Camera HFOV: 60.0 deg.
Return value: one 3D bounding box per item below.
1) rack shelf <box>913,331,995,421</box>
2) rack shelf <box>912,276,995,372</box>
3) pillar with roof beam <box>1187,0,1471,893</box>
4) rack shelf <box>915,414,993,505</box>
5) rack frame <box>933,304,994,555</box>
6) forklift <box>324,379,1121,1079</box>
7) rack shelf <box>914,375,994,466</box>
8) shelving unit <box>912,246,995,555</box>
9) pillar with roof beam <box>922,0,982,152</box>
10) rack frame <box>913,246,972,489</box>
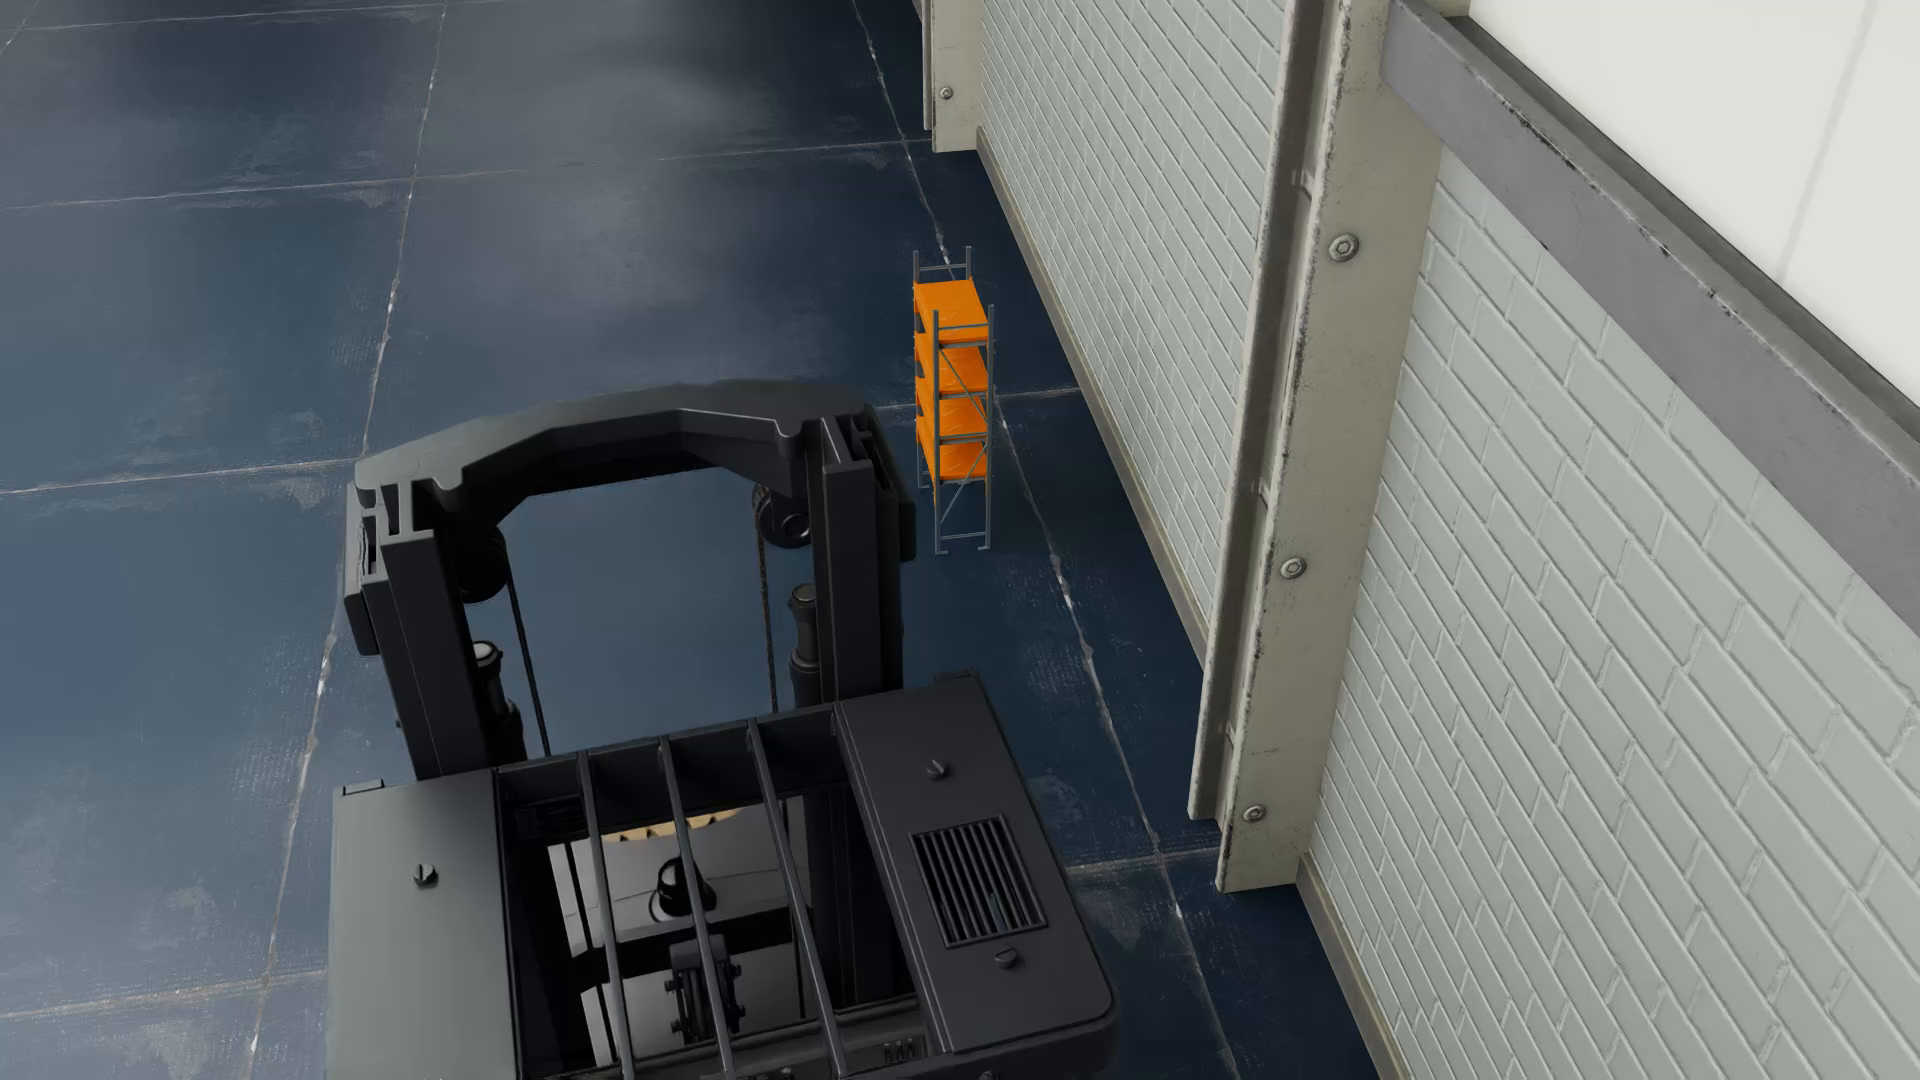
[{"bbox_3d":[-0.029,-0.697,6.915,0.258,0.148,0.480,-6,38,-8],"label":"rack shelf"},{"bbox_3d":[-0.029,-0.884,6.770,0.258,0.148,0.480,-6,38,-8],"label":"rack shelf"},{"bbox_3d":[-3.233,-2.018,2.512,9.100,9.000,0.400,-6,38,-8],"label":"pillar with roof beam"},{"bbox_3d":[-0.029,-0.364,7.174,0.258,0.148,0.480,-6,38,-8],"label":"rack shelf"},{"bbox_3d":[0.014,-0.426,6.821,0.240,1.200,0.015,-6,38,-8],"label":"rack frame"},{"bbox_3d":[-0.407,1.300,3.188,1.130,2.935,3.031,-10,39,-12],"label":"forklift"},{"bbox_3d":[-0.029,-0.521,7.052,0.258,0.148,0.480,-6,38,-8],"label":"rack shelf"},{"bbox_3d":[-0.029,-0.574,7.011,0.258,1.200,0.503,-6,38,-8],"label":"shelving unit"},{"bbox_3d":[-4.285,-5.642,7.177,9.100,9.000,0.400,-6,38,-8],"label":"pillar with roof beam"},{"bbox_3d":[-0.072,-0.721,7.200,0.240,1.200,0.015,-6,38,-8],"label":"rack frame"}]
